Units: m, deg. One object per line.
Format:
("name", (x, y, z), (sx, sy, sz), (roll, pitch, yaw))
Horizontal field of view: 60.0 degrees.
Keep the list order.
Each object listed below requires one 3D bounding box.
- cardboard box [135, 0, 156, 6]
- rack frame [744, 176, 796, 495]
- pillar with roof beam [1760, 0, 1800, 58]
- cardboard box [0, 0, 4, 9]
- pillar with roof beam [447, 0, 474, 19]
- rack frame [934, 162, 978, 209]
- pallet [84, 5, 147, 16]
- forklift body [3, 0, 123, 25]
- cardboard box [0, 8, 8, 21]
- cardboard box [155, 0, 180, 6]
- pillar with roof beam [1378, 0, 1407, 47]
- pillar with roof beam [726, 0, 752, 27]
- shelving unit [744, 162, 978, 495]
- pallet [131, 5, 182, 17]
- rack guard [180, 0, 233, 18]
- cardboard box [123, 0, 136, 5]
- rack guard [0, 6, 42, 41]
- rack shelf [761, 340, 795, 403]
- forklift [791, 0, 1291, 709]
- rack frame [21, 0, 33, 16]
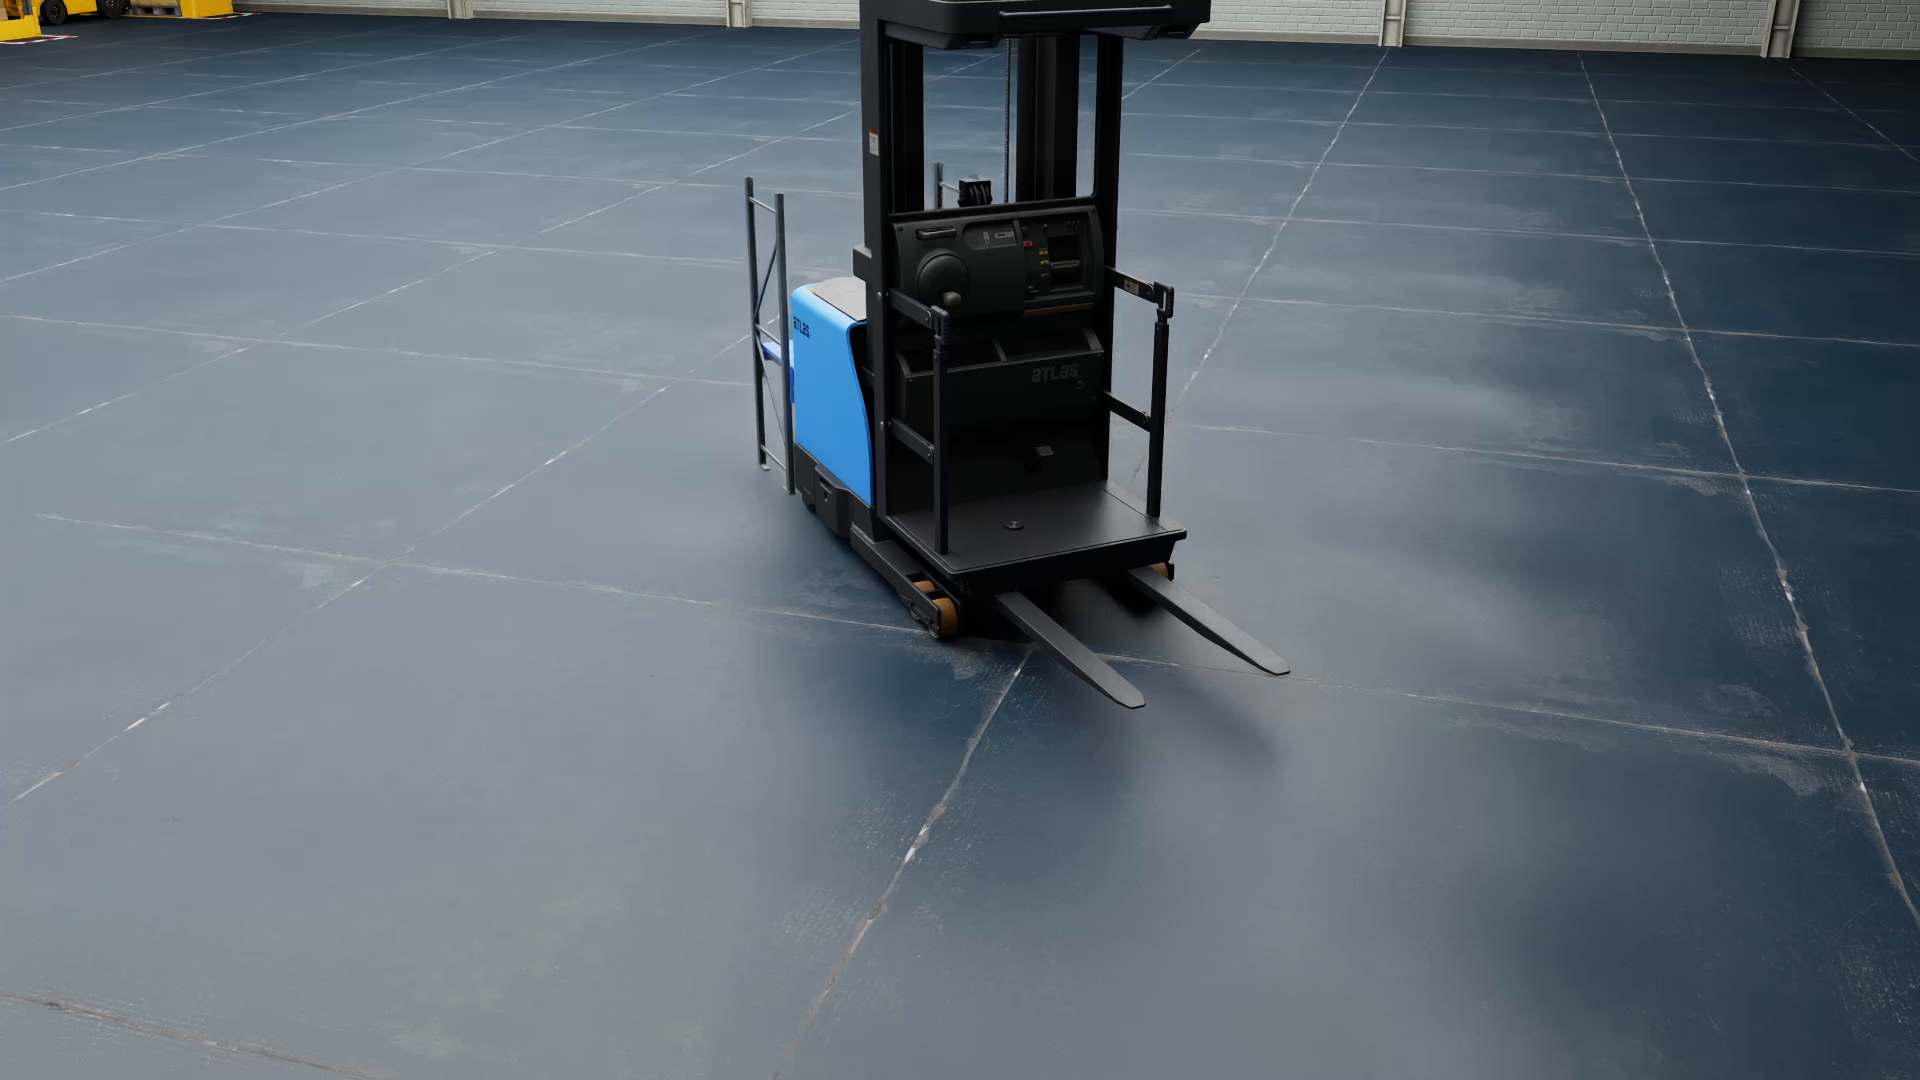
("cardboard box", (-16.266, -10.938, 33.554), (0.500, 0.250, 0.500), (7, 23, 15))
("rack frame", (-0.943, -1.007, 8.250), (0.032, 1.500, 0.500), (-10, 24, -23))
("pillar with roof beam", (11.820, -10.348, 21.140), (0.400, 9.000, 9.100), (7, 23, 16))
("cardboard box", (-17.397, -9.678, 29.493), (0.500, 0.500, 0.500), (6, 23, 14))
("pillar with roof beam", (-11.157, -12.979, 27.554), (0.400, 9.000, 9.100), (7, 23, 16))
("rack frame", (-0.019, -1.169, 8.643), (0.032, 1.500, 0.500), (-10, 24, -23))
("pallet", (-17.160, -10.934, 34.149), (1.213, 0.211, 1.003), (7, 23, 15))
("forklift body", (-17.594, -11.174, 32.176), (1.214, 2.155, 2.313), (7, 23, 16))
("cardboard box", (-17.374, -9.329, 29.629), (0.500, 0.250, 0.500), (6, 23, 15))
("cardboard box", (-15.792, -10.880, 33.412), (0.500, 0.250, 0.500), (7, 23, 16))
("pillar with roof beam", (6.076, -11.006, 22.743), (0.400, 9.000, 9.100), (7, 23, 16))
("pillar with roof beam", (-5.413, -12.321, 25.950), (0.400, 9.000, 9.100), (7, 23, 16))
("shelving unit", (-0.481, -1.088, 8.446), (1.048, 1.500, 0.538), (-10, 24, -23))
("pallet", (-15.995, -10.800, 33.821), (1.213, 0.211, 1.003), (7, 23, 16))
("rack guard", (-15.228, -10.862, 33.592), (0.348, 0.500, 1.175), (7, 23, 16))
("cardboard box", (-16.742, -10.996, 33.695), (0.500, 0.250, 0.500), (7, 23, 16))
("rack guard", (-16.754, -9.069, 29.221), (0.348, 0.500, 1.175), (7, 23, 16))
("rack shelf", (-0.481, -0.922, 8.514), (1.000, 0.185, 0.538), (-10, 24, -23))
("forklift", (0.261, -1.142, 6.691), (1.130, 2.935, 3.031), (-10, 24, -23))
("rack frame", (-16.681, -10.218, 28.727), (0.127, 3.000, 1.000), (7, 23, 16))
